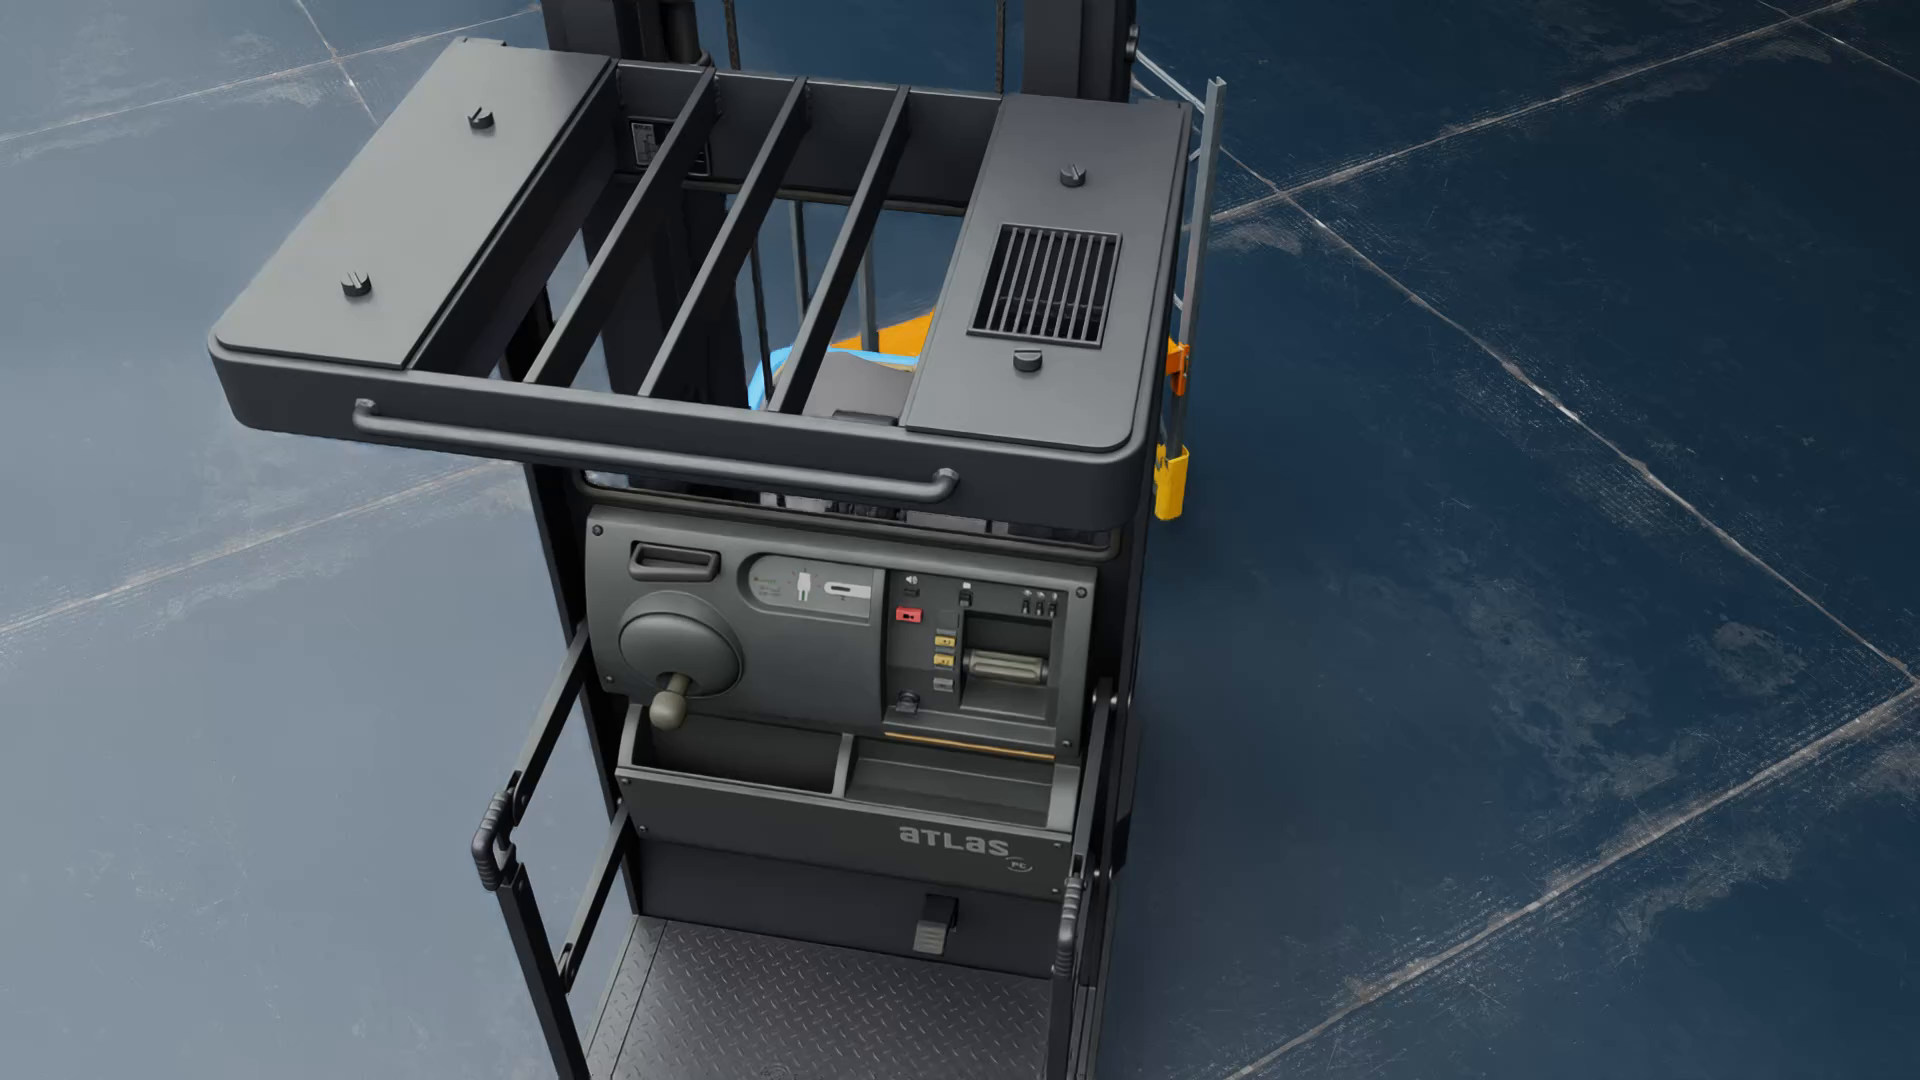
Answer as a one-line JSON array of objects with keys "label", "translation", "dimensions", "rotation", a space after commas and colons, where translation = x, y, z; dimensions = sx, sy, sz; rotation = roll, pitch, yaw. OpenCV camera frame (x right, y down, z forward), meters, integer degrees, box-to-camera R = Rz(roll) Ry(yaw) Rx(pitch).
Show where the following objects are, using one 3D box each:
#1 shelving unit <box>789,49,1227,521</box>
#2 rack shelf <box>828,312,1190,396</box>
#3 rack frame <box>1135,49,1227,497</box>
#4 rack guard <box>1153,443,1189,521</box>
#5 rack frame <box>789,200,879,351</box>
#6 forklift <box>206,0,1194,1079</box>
[{"label": "shelving unit", "translation": [0.106, -0.632, 4.824], "dimensions": [1.083, 1.500, 0.587], "rotation": [-20, 47, -19]}, {"label": "rack shelf", "translation": [0.114, -0.506, 4.953], "dimensions": [1.000, 0.185, 0.538], "rotation": [-20, 47, -19]}, {"label": "rack frame", "translation": [0.566, -0.797, 4.994], "dimensions": [0.032, 1.500, 0.500], "rotation": [-20, 47, -19]}, {"label": "rack guard", "translation": [0.549, -0.342, 5.423], "dimensions": [0.087, 0.250, 0.587], "rotation": [-20, 47, -19]}, {"label": "rack frame", "translation": [-0.338, -0.473, 4.661], "dimensions": [0.032, 1.500, 0.500], "rotation": [-20, 47, -19]}, {"label": "forklift", "translation": [-0.262, 0.275, 2.862], "dimensions": [1.130, 2.935, 3.031], "rotation": [7, 45, 7]}]
